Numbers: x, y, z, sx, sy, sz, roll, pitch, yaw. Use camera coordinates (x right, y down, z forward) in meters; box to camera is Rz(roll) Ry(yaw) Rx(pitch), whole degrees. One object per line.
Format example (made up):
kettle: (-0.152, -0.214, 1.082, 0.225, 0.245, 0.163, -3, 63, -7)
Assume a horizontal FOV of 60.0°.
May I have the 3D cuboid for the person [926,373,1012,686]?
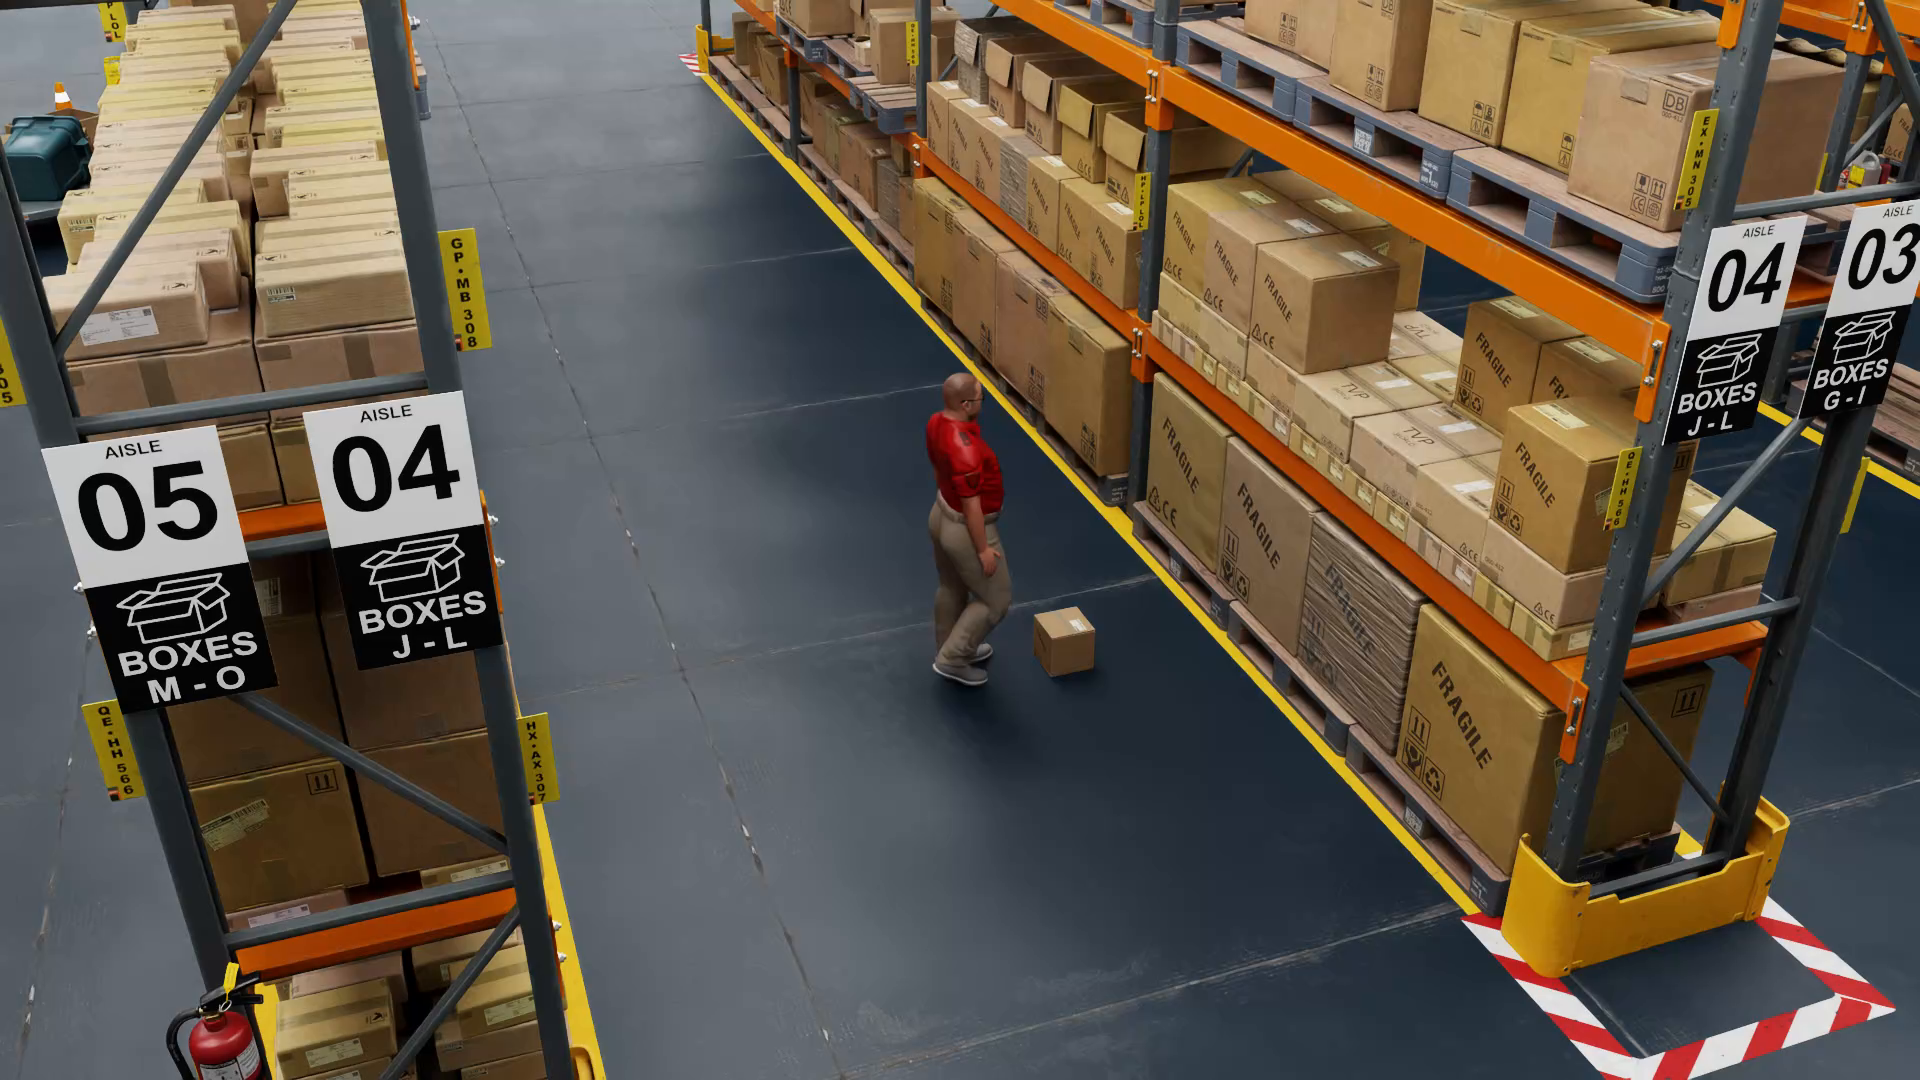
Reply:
person: (0.020, -0.047, 8.424, 0.416, 1.737, 0.552, -10, 31, -17)
